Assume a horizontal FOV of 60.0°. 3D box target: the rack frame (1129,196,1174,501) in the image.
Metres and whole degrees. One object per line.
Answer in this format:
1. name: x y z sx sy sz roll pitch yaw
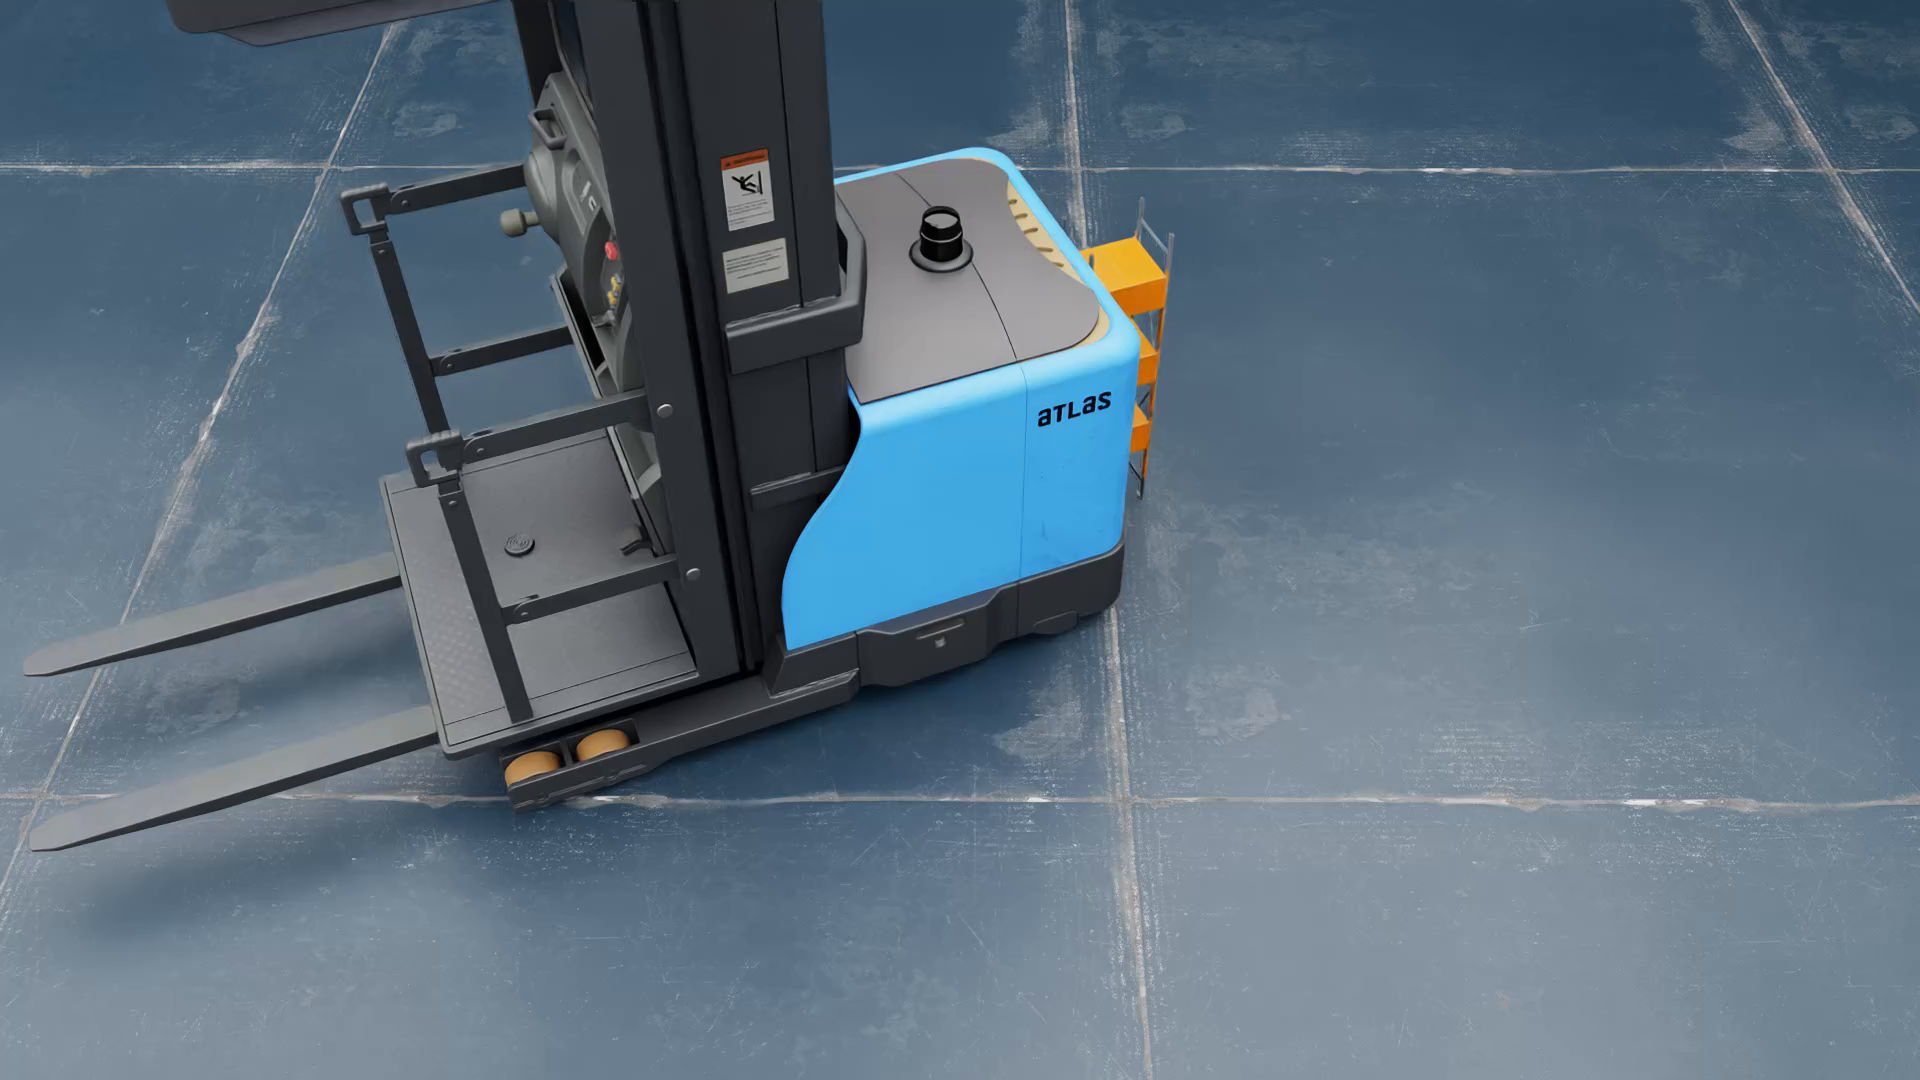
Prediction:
1. rack frame: 0.552 -0.552 5.046 0.008 1.050 0.200 -17 49 -15

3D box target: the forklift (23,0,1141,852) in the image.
1. forklift: -1.083 -0.704 3.903 3.031 2.935 1.130 -17 49 -15

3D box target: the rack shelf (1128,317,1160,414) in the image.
1. rack shelf: 0.439 -0.511 5.022 0.240 0.259 0.215 -17 49 -15

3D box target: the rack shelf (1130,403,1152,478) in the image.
1. rack shelf: 0.439 -0.321 5.226 0.240 0.259 0.215 -17 49 -15

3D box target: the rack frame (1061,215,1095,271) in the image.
1. rack frame: 0.326 -0.484 4.983 0.008 1.050 0.200 -17 49 -15

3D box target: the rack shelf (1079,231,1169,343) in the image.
1. rack shelf: 0.439 -0.704 4.815 0.240 0.259 0.215 -17 49 -15

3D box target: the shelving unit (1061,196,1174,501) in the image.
1. shelving unit: 0.439 -0.518 5.015 0.252 1.050 0.215 -17 49 -15
